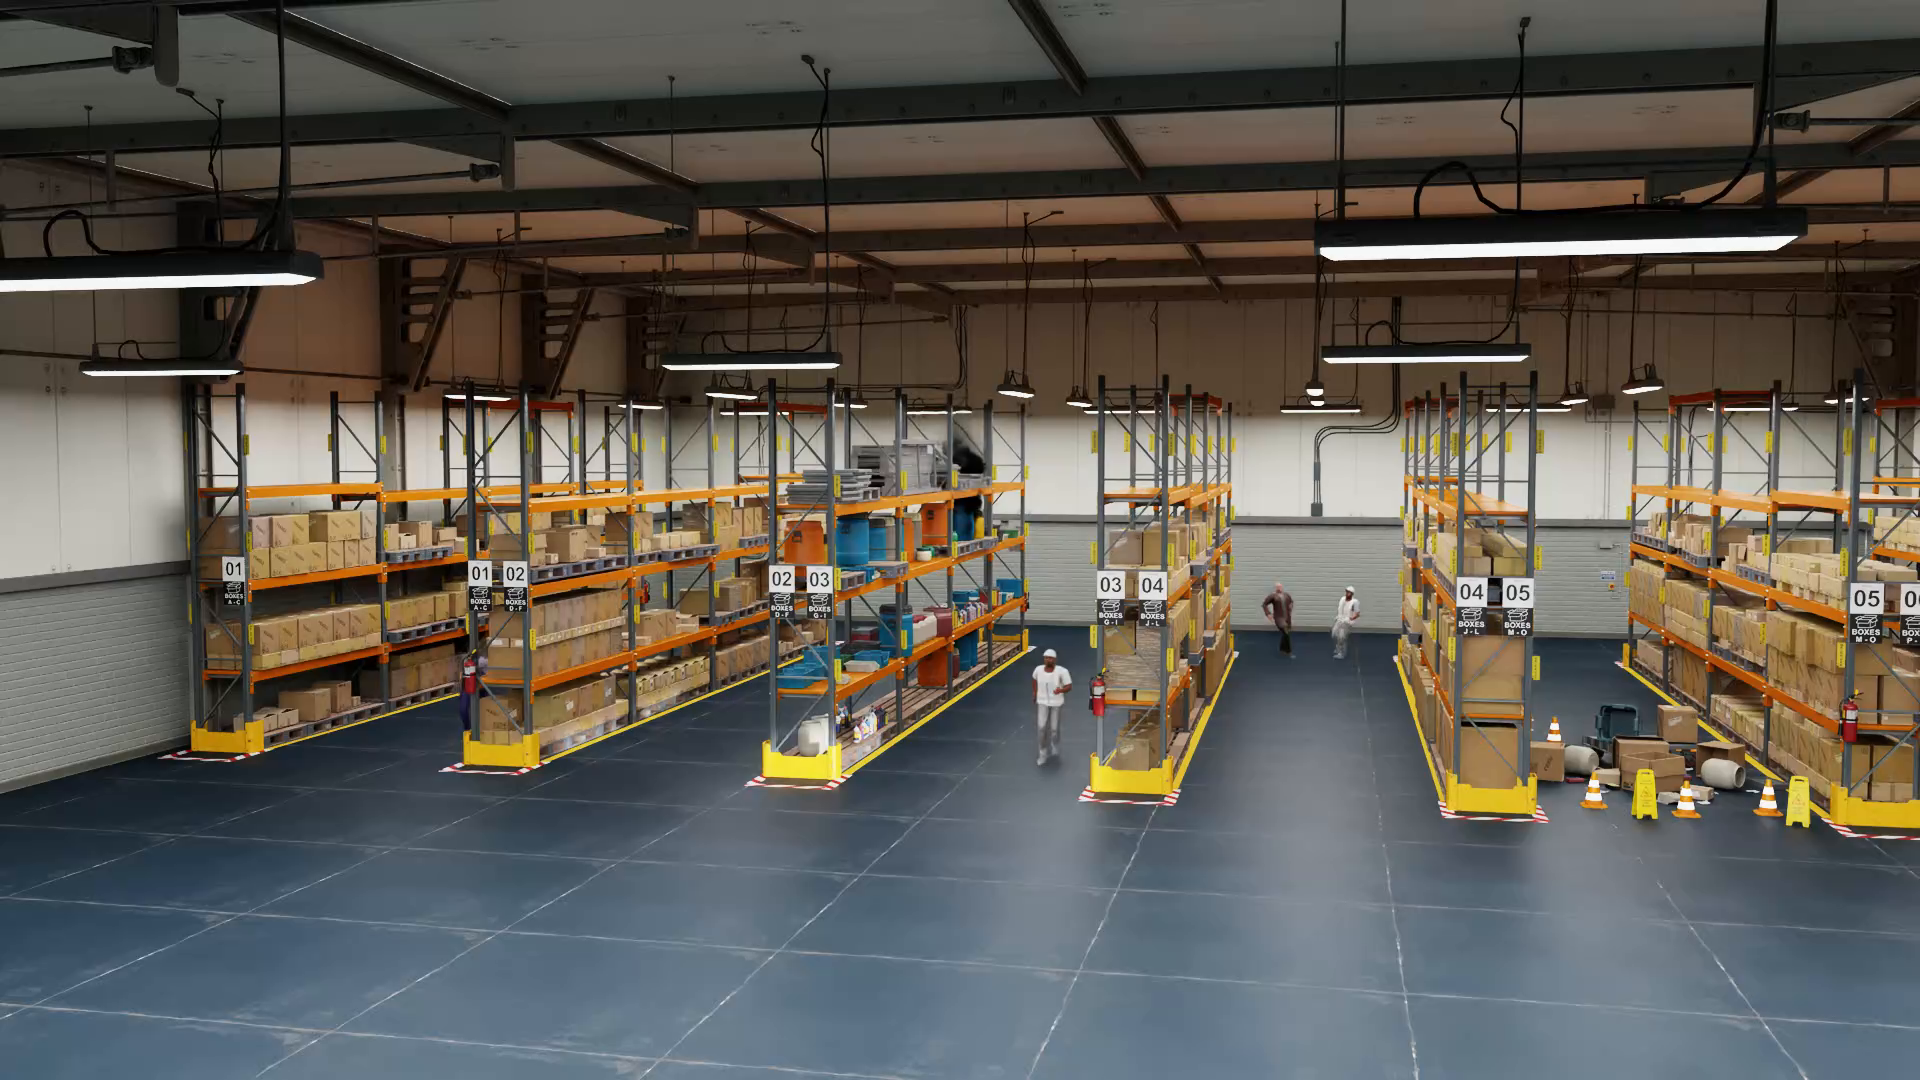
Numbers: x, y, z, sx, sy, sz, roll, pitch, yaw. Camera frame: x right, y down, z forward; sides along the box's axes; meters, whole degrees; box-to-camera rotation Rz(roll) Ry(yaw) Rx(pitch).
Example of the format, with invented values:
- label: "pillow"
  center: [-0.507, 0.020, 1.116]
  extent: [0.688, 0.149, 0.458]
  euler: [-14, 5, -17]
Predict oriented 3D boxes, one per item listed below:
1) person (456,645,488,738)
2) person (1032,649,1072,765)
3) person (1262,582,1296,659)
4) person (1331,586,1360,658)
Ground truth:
- label: "person"
  center: [-8.359, 2.573, 28.584]
  extent: [0.613, 1.589, 0.687]
  euler: [1, 3, 15]
- label: "person"
  center: [1.441, 2.629, 26.292]
  extent: [0.678, 1.828, 0.775]
  euler: [1, 3, 11]
- label: "person"
  center: [7.577, 1.900, 39.223]
  extent: [0.760, 1.801, 0.802]
  euler: [-1, 4, -21]
- label: "person"
  center: [8.953, 1.930, 38.729]
  extent: [0.582, 1.710, 0.727]
  euler: [-3, 4, -42]
